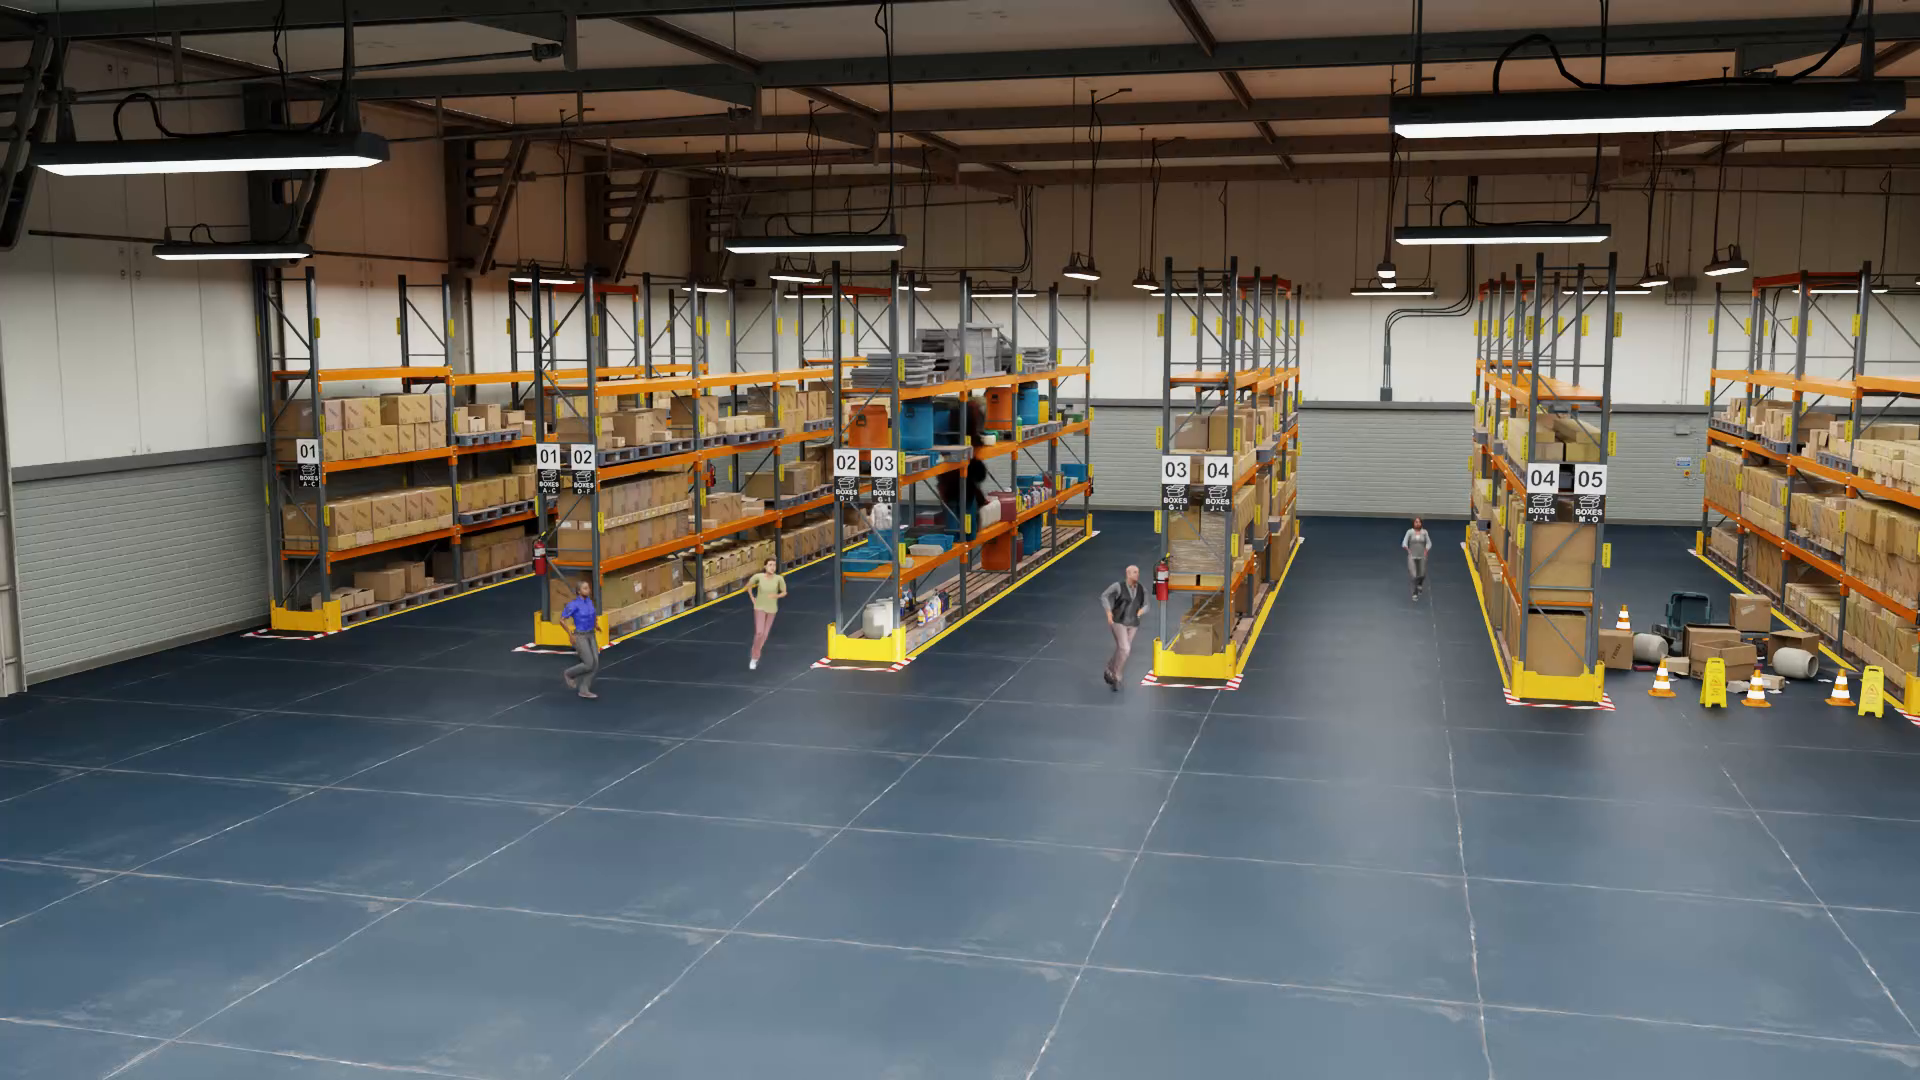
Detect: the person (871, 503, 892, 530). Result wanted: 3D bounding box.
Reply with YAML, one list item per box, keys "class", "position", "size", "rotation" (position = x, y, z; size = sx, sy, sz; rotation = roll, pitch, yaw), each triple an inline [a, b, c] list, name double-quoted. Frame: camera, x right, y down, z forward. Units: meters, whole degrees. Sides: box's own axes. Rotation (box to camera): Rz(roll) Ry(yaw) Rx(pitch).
- class: "person"
  position: [-1.584, -0.227, 34.681]
  size: [0.580, 1.715, 0.694]
  rotation: [0, 7, 2]

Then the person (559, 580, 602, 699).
- class: "person"
  position: [-5.095, 1.356, 22.585]
  size: [0.533, 1.597, 0.588]
  rotation: [4, 8, 27]

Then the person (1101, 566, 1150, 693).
- class: "person"
  position: [2.324, 1.228, 23.284]
  size: [0.659, 1.753, 0.702]
  rotation: [-4, 8, -27]

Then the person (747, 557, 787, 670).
- class: "person"
  position: [-2.887, 1.069, 24.771]
  size: [0.606, 1.667, 0.701]
  rotation: [-2, 8, -18]

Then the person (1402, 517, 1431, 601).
- class: "person"
  position: [8.433, 0.342, 30.718]
  size: [0.532, 1.550, 0.559]
  rotation: [1, 7, 10]
